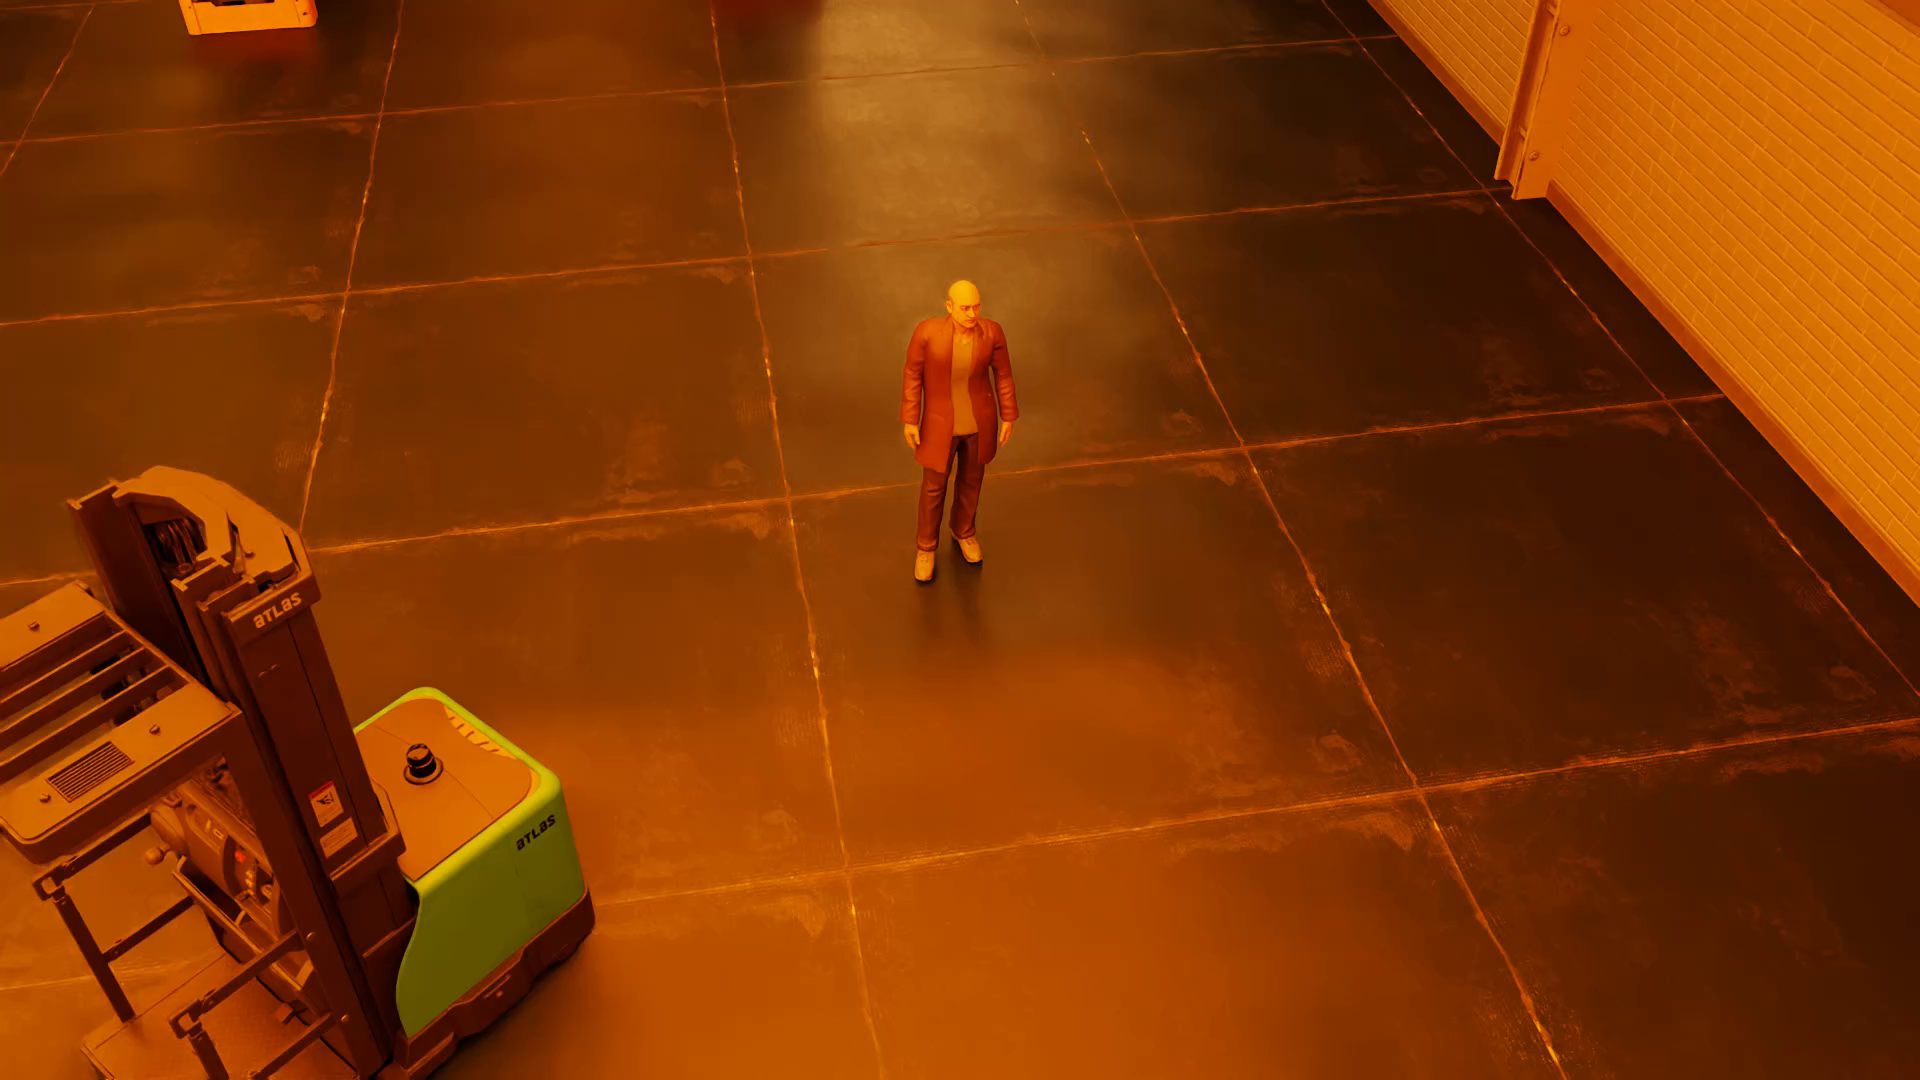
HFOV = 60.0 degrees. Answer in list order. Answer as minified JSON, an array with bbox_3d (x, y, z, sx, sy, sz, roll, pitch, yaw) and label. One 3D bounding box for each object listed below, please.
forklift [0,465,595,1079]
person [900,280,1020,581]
[{"bbox_3d":[-3.068,1.299,6.429,1.130,2.935,3.031,28,48,29],"label":"forklift"},{"bbox_3d":[0.012,-0.624,9.570,0.698,1.778,0.579,-7,41,-8],"label":"person"}]
